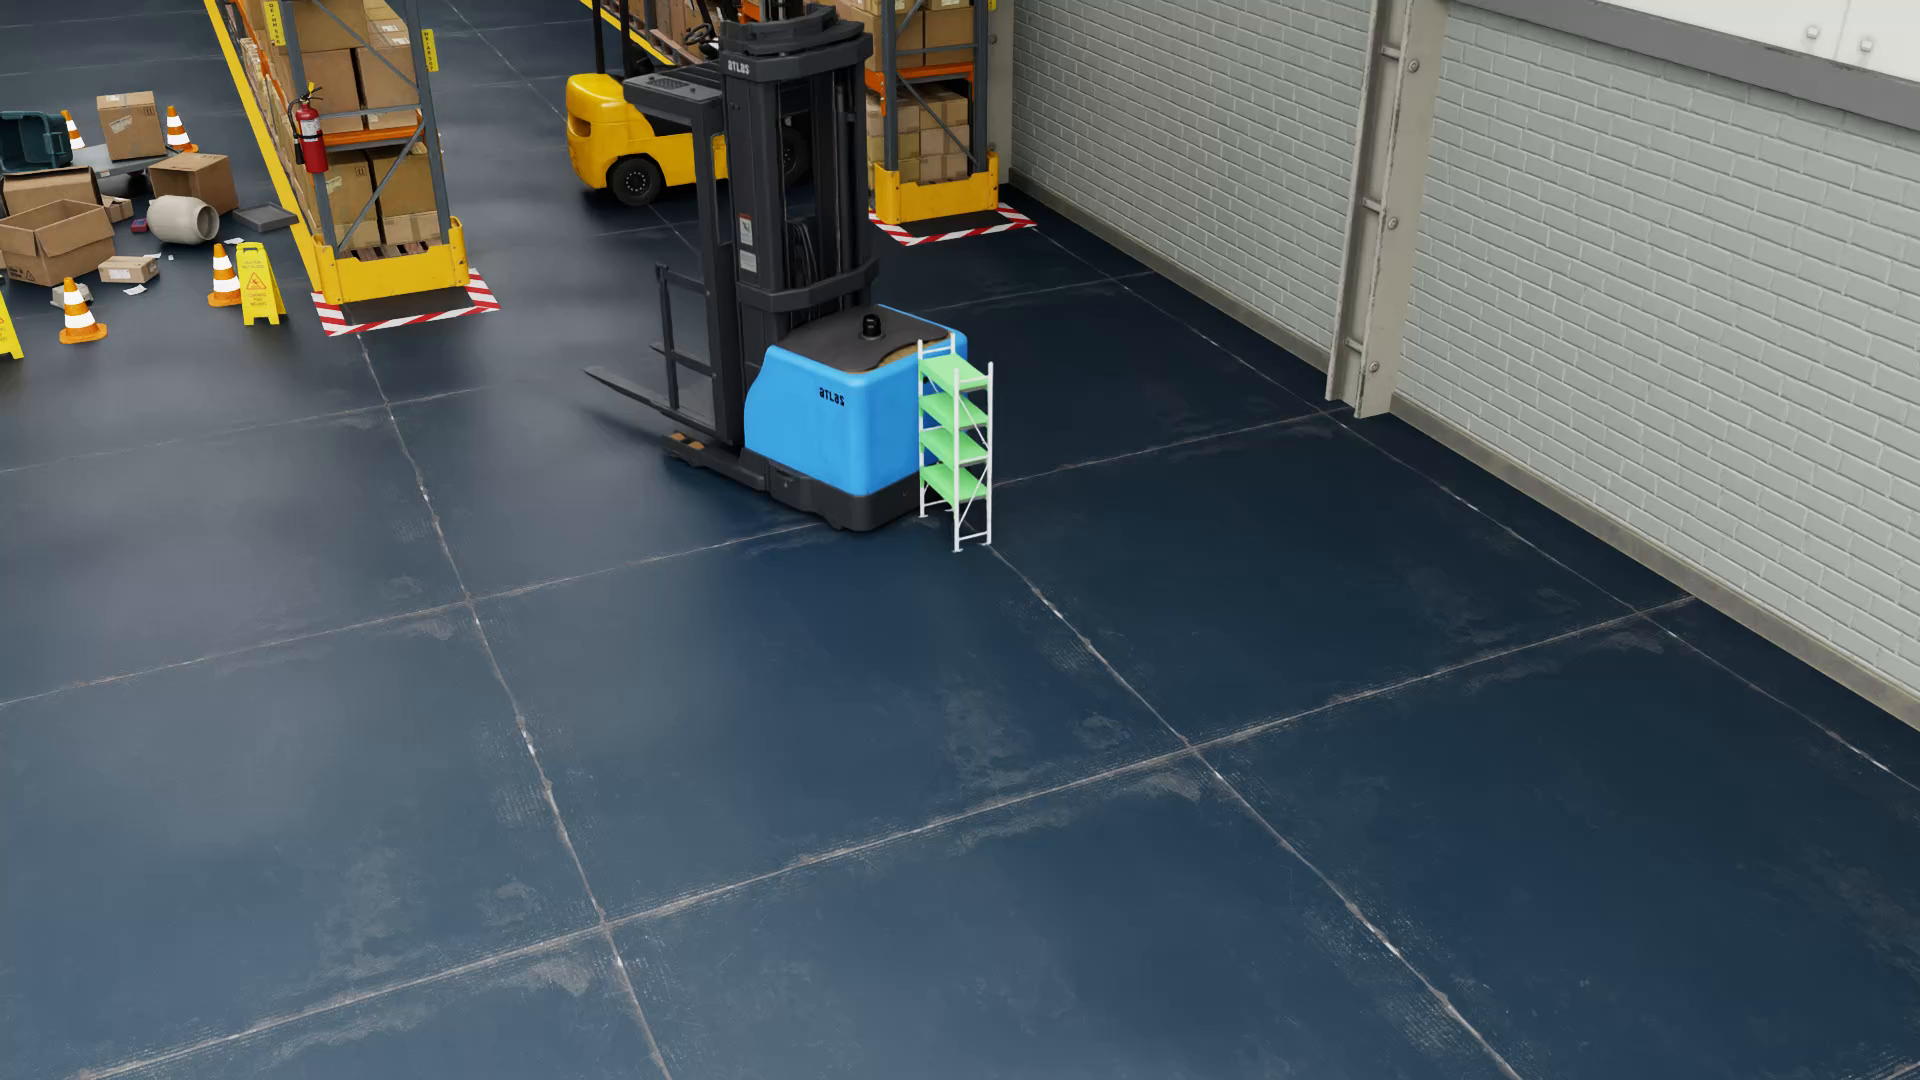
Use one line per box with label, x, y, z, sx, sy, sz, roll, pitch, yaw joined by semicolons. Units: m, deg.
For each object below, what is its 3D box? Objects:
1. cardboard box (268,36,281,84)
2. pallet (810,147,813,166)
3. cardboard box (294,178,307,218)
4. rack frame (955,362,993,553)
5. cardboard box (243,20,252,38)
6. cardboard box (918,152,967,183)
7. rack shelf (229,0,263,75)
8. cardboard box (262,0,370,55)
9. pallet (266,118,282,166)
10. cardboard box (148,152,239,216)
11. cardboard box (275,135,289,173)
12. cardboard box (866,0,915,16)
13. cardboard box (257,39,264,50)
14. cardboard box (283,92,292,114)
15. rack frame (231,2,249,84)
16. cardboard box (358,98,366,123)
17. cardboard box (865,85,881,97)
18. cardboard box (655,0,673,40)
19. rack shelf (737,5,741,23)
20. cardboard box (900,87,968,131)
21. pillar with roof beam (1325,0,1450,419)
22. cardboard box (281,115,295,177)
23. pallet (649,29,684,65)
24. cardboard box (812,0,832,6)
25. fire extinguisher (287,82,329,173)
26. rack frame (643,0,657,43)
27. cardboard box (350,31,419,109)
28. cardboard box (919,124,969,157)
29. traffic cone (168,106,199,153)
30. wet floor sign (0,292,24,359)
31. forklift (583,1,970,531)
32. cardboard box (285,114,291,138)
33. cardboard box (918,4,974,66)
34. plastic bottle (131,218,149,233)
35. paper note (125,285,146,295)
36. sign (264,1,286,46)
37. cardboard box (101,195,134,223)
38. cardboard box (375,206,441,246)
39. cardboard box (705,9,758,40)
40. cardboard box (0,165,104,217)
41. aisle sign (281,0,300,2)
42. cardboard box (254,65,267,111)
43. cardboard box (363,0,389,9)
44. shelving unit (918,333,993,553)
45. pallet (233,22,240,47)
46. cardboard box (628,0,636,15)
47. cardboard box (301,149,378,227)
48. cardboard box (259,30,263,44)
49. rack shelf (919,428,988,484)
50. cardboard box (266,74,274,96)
cardboard box;-5.610;-4.193;14.227;0.500;0.500;0.500;-13;32;-22
pallet;-1.110;-4.089;17.299;1.003;0.211;1.213;-13;32;-22
cardboard box;-5.740;-3.139;15.136;0.500;0.250;0.500;-14;32;-24
rack frame;0.079;-0.475;9.844;0.240;1.200;0.015;-14;32;-23
cardboard box;-8.361;-6.507;20.503;0.875;0.875;0.875;-13;32;-22
cardboard box;-0.258;-3.680;16.100;0.500;0.250;0.500;-13;32;-22
rack shelf;-7.281;-5.731;18.111;1.077;0.370;4.000;-13;32;-22
cardboard box;-5.122;-4.183;13.188;0.700;0.500;0.500;-14;32;-23
pallet;-6.758;-4.288;17.654;1.003;0.211;1.213;-13;32;-22
cardboard box;-7.192;-3.313;15.617;0.500;0.500;0.500;7;30;13
cardboard box;-6.413;-3.827;16.364;0.500;0.250;0.500;-15;32;-24
cardboard box;-0.626;-4.859;15.055;0.380;0.149;0.250;-13;32;-21
cardboard box;-6.577;-4.845;16.053;0.380;0.149;0.250;-13;32;-22
cardboard box;-5.497;-3.718;14.044;0.380;0.149;0.250;-13;32;-21
rack frame;-8.140;-6.928;19.511;1.000;3.000;0.127;-13;32;-22
cardboard box;-4.786;-3.586;13.809;0.380;0.149;0.250;-13;32;-21
cardboard box;-0.928;-4.220;16.041;0.500;0.250;0.500;-12;32;-21
cardboard box;-3.403;-6.841;21.354;0.875;0.625;0.625;-12;31;-20
rack shelf;-2.800;-6.774;19.973;1.077;0.370;4.000;-13;32;-22
cardboard box;-0.259;-4.110;15.845;0.500;0.250;0.500;-14;32;-23
pillar with roof beam;-1.021;-3.997;8.150;9.100;9.000;0.400;-13;32;-22
cardboard box;-5.952;-3.691;15.354;0.500;0.500;0.500;-11;31;-19
pallet;-3.340;-6.384;21.391;1.003;0.211;1.213;-13;32;-22
cardboard box;-1.107;-5.101;16.151;0.500;0.500;0.500;-14;32;-23
fire extinguisher;-5.072;-3.213;12.965;0.296;0.674;0.183;-13;32;-22
rack frame;-3.658;-7.972;21.372;1.000;3.000;0.127;-13;32;-22
cardboard box;-4.658;-3.835;13.588;0.500;0.500;0.500;-14;32;-23
cardboard box;-0.238;-3.891;15.966;0.500;0.250;0.500;-12;32;-21
traffic cone;-8.219;-4.308;17.433;0.336;0.463;0.334;-13;32;-22
wet floor sign;-7.332;-1.686;12.570;0.267;0.644;0.232;-19;35;-30
forklift;-1.367;-1.934;10.675;3.031;2.935;1.130;24;37;36
cardboard box;-5.720;-3.664;14.641;0.380;0.149;0.250;-12;31;-20
cardboard box;-0.186;-4.759;15.540;0.500;0.500;0.500;-12;31;-20
plastic bottle;-7.562;-2.915;15.360;0.133;0.061;0.283;-8;30;-13
paper note;-6.909;-2.099;13.934;0.142;0.019;0.148;26;38;38
sign;-5.215;-3.929;12.656;0.100;0.325;0.005;-13;32;-22
cardboard box;-8.011;-3.158;15.583;0.396;0.266;0.258;13;32;21
cardboard box;-4.802;-2.792;14.517;0.500;0.250;0.500;-13;32;-22
cardboard box;-2.502;-5.925;19.720;0.875;0.625;0.625;-13;32;-22
cardboard box;-8.155;-3.020;14.955;0.797;0.637;0.503;-13;32;-22
aisle sign;-4.941;-4.440;12.415;0.394;0.787;0.004;-13;32;-22
cardboard box;-7.262;-5.053;18.424;0.950;0.372;0.625;-12;31;-20
cardboard box;-5.329;-4.511;14.794;0.500;0.500;0.500;-14;32;-23
shelving unit;-0.030;-0.582;10.034;0.258;1.200;0.503;-14;32;-23
pallet;-8.930;-6.614;21.802;1.003;0.211;1.213;-13;32;-22
cardboard box;-4.239;-7.430;22.532;0.500;0.500;0.500;-14;32;-23
cardboard box;-5.285;-3.004;14.129;0.500;0.500;0.500;-13;32;-22
cardboard box;-6.249;-4.865;15.425;0.500;0.500;0.500;-13;32;-22
rack shelf;-0.030;-0.526;10.065;0.258;0.148;0.480;-14;32;-23
cardboard box;-6.414;-4.370;15.901;0.380;0.149;0.250;-13;32;-21
